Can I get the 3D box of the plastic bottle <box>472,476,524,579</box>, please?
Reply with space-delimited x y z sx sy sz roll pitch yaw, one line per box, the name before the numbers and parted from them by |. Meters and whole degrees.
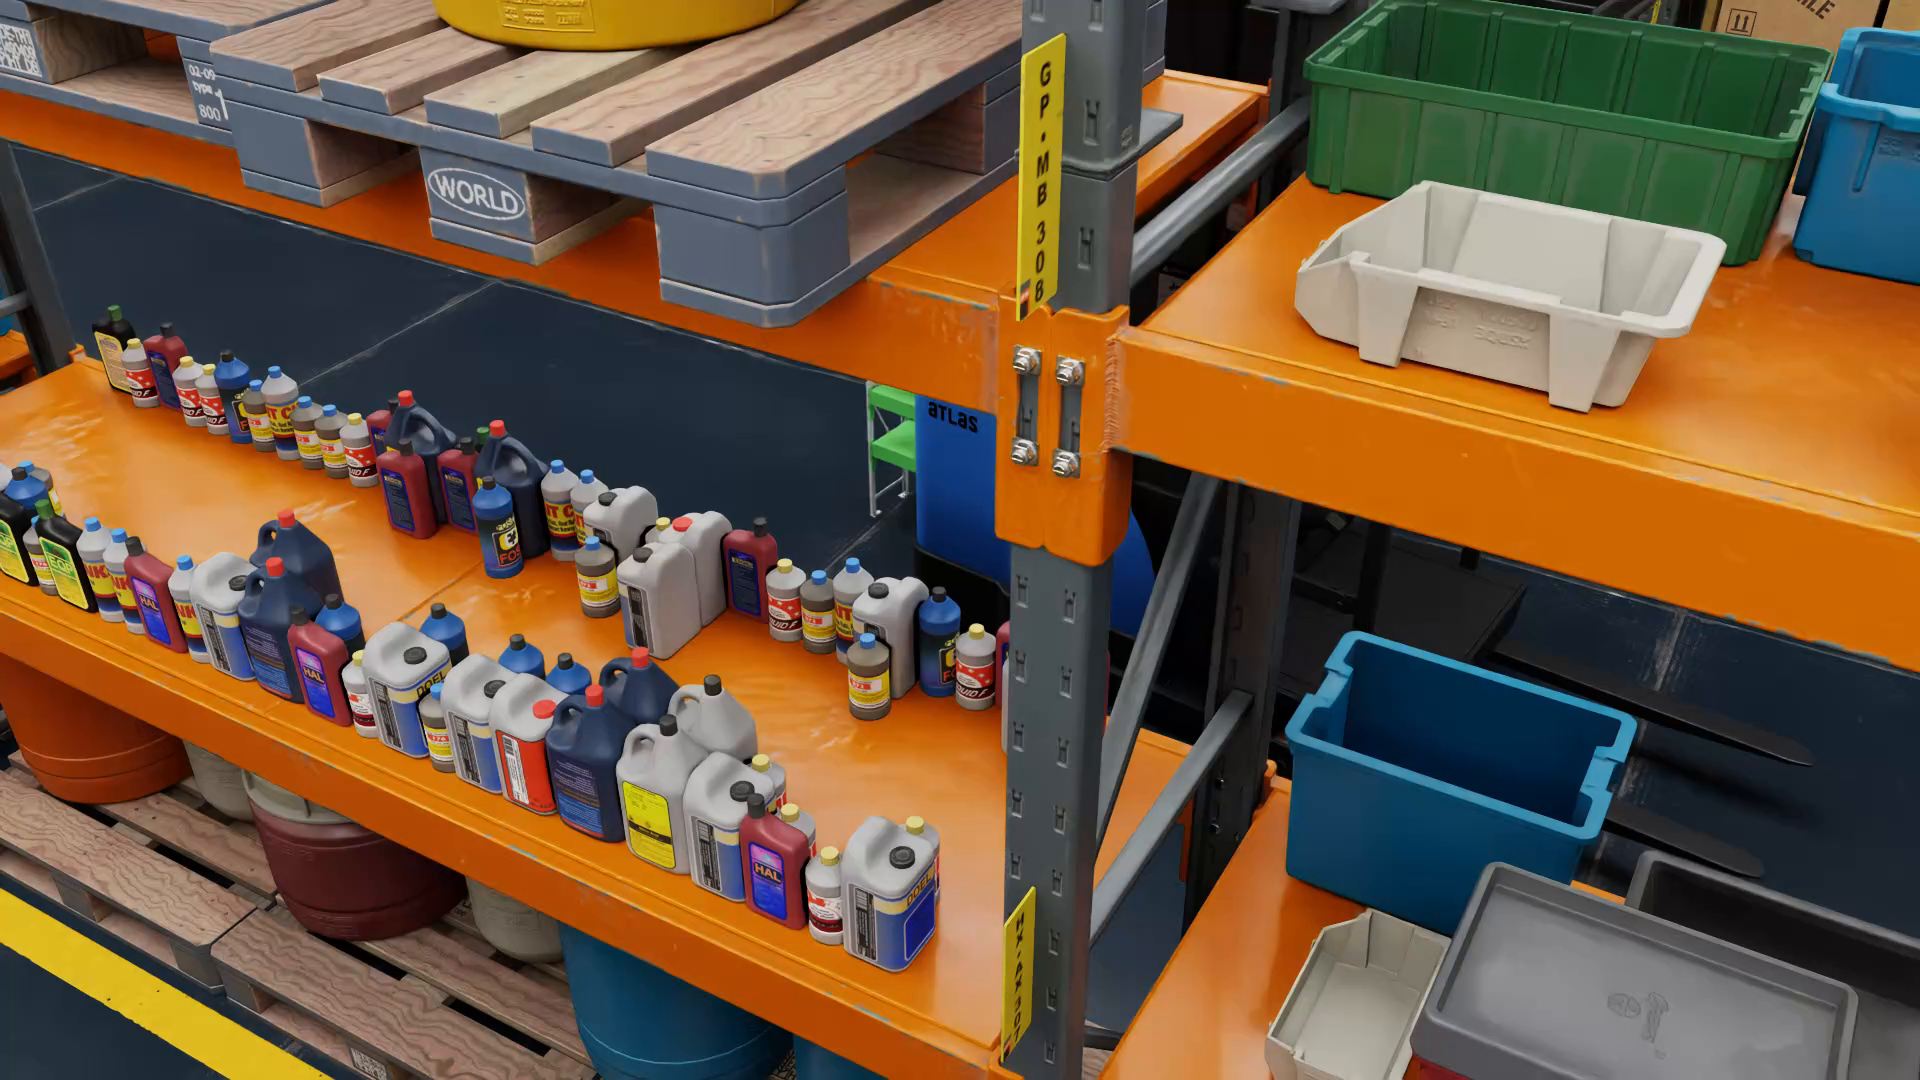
plastic bottle | -1.176 -0.040 4.219 0.097 0.271 0.097 0 34 0

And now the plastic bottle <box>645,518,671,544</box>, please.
plastic bottle | -0.734 0.037 4.167 0.097 0.201 0.097 0 34 0

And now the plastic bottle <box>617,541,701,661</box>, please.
plastic bottle | -0.723 0.125 3.969 0.135 0.276 0.152 18 37 24

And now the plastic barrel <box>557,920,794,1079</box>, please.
plastic barrel | -0.709 0.911 4.190 0.708 0.901 0.600 18 37 24

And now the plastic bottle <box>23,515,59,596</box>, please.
plastic bottle | -2.283 0.031 4.176 0.097 0.201 0.097 0 34 0

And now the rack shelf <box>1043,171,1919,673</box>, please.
rack shelf | 2.106 0.166 1.737 4.000 0.370 1.077 18 37 24

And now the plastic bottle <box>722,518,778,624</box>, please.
plastic bottle | -0.508 0.063 4.054 0.133 0.283 0.061 18 37 24

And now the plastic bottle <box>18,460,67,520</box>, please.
plastic bottle | -2.441 -0.116 4.397 0.097 0.201 0.097 0 34 0

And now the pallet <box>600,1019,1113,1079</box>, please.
pallet | -0.280 1.493 4.317 1.213 0.211 1.003 18 37 24

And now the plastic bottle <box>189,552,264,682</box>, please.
plastic bottle | -1.684 0.173 3.897 0.135 0.276 0.152 18 37 24

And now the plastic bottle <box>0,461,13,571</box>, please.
plastic bottle | -2.486 -0.082 4.278 0.135 0.276 0.152 18 37 24

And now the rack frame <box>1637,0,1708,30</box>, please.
rack frame | 2.830 -1.818 6.773 0.127 3.000 1.000 18 37 24

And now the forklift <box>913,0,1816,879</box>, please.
forklift | 1.315 -0.689 5.140 3.031 2.935 1.130 22 39 29

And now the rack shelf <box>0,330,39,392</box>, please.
rack shelf | -4.840 -0.786 5.873 4.000 0.370 1.077 18 37 24

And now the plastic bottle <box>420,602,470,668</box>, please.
plastic bottle | -1.161 0.261 3.768 0.097 0.271 0.097 0 34 0

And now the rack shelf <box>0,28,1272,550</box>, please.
rack shelf | -1.367 -0.934 3.389 4.000 0.370 1.077 18 37 24

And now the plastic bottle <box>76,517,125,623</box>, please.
plastic bottle | -2.083 0.066 4.061 0.097 0.271 0.097 0 34 0

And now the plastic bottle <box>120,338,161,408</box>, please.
plastic bottle | -2.449 -0.506 4.983 0.097 0.201 0.097 0 34 0

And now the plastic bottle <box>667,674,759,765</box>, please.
plastic bottle | -0.519 0.421 3.456 0.185 0.351 0.144 18 37 24

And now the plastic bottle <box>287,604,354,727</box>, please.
plastic bottle | -1.430 0.279 3.730 0.133 0.283 0.061 18 37 24

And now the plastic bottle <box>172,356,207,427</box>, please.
plastic bottle | -2.249 -0.442 4.887 0.097 0.201 0.097 0 34 0

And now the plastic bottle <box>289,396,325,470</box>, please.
plastic bottle | -1.826 -0.309 4.686 0.097 0.201 0.097 0 34 0

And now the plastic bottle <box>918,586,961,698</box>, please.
plastic bottle | -0.047 0.226 3.820 0.097 0.271 0.097 0 34 0

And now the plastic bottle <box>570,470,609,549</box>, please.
plastic bottle | -0.936 -0.056 4.243 0.097 0.271 0.097 0 34 0

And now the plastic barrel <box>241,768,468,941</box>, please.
plastic barrel | -1.690 0.731 4.743 0.708 0.588 0.600 18 37 24

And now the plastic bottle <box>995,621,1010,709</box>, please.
plastic bottle | 0.147 0.271 3.742 0.133 0.283 0.061 18 37 24

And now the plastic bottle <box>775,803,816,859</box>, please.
plastic bottle | -0.333 0.610 3.307 0.097 0.201 0.097 0 34 0

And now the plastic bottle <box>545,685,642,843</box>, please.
plastic bottle | -0.751 0.439 3.428 0.185 0.351 0.144 18 37 24

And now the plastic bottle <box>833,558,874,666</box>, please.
plastic bottle | -0.248 0.162 3.916 0.097 0.271 0.097 0 34 0

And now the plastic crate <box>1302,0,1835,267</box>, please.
plastic crate | 0.887 -0.624 2.466 0.662 0.188 0.450 18 37 24

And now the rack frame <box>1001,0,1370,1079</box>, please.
rack frame | 0.369 0.565 3.195 0.127 3.000 1.000 18 37 24

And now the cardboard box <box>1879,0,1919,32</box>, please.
cardboard box | 3.548 -1.869 5.858 0.500 0.500 0.500 16 37 23

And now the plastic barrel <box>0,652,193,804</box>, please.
plastic barrel | -2.670 0.320 5.143 0.708 0.830 0.600 18 37 24

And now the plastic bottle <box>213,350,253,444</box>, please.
plastic bottle | -2.080 -0.418 4.788 0.097 0.271 0.097 0 34 0

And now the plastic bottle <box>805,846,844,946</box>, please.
plastic bottle | -0.247 0.676 3.208 0.097 0.201 0.097 0 34 0

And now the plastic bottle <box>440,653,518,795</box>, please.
plastic bottle | -1.005 0.388 3.574 0.135 0.276 0.152 18 37 24

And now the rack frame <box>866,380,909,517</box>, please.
rack frame | -0.294 -0.649 6.642 0.015 1.200 0.240 22 39 29

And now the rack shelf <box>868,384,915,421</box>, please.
rack shelf | -0.097 -0.516 6.557 0.480 0.148 0.258 22 39 29

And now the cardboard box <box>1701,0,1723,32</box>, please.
cardboard box | 4.656 -3.599 11.009 0.750 0.750 0.750 18 38 25

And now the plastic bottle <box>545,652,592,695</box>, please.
plastic bottle | -0.842 0.361 3.617 0.097 0.271 0.097 0 34 0

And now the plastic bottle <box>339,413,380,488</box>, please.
plastic bottle | -1.657 -0.255 4.606 0.097 0.201 0.097 0 34 0

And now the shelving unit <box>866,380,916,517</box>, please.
shelving unit | -0.097 -0.569 6.522 0.503 1.200 0.258 22 39 29

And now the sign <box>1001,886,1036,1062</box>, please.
sign | 0.095 0.714 2.722 0.005 0.325 0.100 18 37 24

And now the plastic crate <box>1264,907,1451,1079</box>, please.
plastic crate | 0.703 0.847 2.956 0.243 0.136 0.396 18 37 24

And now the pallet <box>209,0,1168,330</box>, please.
pallet | -0.360 -0.773 2.669 1.003 0.211 1.213 18 37 24

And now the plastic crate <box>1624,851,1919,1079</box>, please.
plastic crate | 1.475 0.833 2.987 0.590 0.125 0.437 18 37 24

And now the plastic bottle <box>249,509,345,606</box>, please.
plastic bottle | -1.589 0.077 3.972 0.185 0.351 0.144 18 37 24

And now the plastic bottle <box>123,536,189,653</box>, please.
plastic bottle | -1.908 0.128 3.957 0.133 0.283 0.061 18 37 24

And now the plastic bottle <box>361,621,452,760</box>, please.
plastic bottle | -1.206 0.324 3.669 0.135 0.276 0.152 18 37 24

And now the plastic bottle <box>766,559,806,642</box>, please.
plastic bottle | -0.417 0.138 4.016 0.097 0.201 0.097 0 34 0

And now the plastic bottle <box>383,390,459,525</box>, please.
plastic bottle | -1.431 -0.230 4.434 0.185 0.351 0.144 18 37 24

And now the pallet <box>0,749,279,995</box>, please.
pallet | -2.398 0.822 5.325 1.213 0.211 1.003 18 37 24

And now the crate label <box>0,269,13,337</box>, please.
crate label | -3.283 -0.762 5.338 0.416 0.233 0.303 18 37 24

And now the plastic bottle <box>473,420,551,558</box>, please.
plastic bottle | -1.154 -0.143 4.303 0.185 0.351 0.144 18 37 24

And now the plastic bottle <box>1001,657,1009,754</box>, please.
plastic bottle | 0.190 0.322 3.605 0.185 0.351 0.144 18 37 24

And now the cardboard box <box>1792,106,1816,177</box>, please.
cardboard box | 3.138 -1.588 6.338 0.500 0.500 0.500 19 38 26

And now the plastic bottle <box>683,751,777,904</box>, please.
plastic bottle | -0.450 0.563 3.310 0.135 0.276 0.152 18 37 24

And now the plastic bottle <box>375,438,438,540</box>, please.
plastic bottle | -1.459 -0.146 4.368 0.133 0.283 0.061 18 37 24
